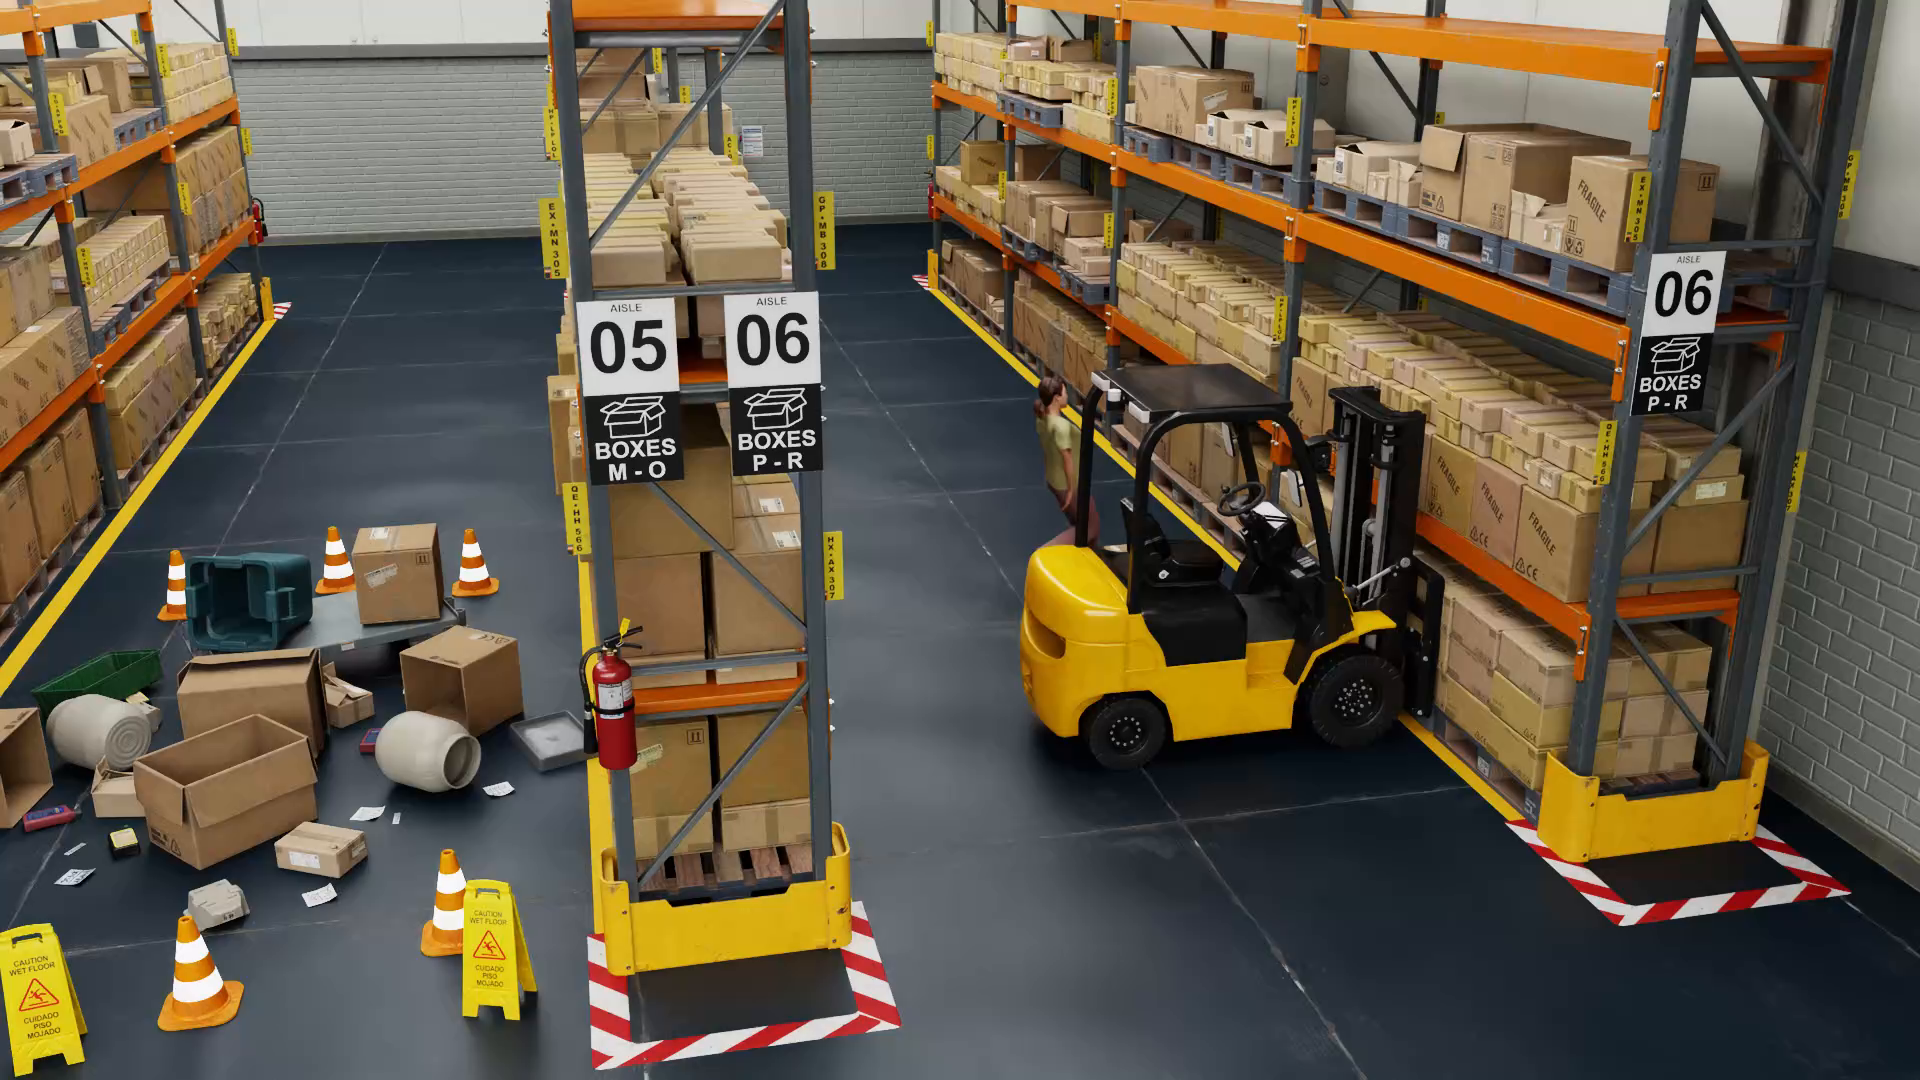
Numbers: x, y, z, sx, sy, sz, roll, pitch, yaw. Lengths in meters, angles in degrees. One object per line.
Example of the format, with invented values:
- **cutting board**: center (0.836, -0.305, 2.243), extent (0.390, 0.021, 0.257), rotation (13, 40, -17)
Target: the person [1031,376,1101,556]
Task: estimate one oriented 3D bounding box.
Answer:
- **person**: center (0.871, -0.424, 12.326), extent (0.775, 1.623, 0.490), rotation (-8, 21, -20)
